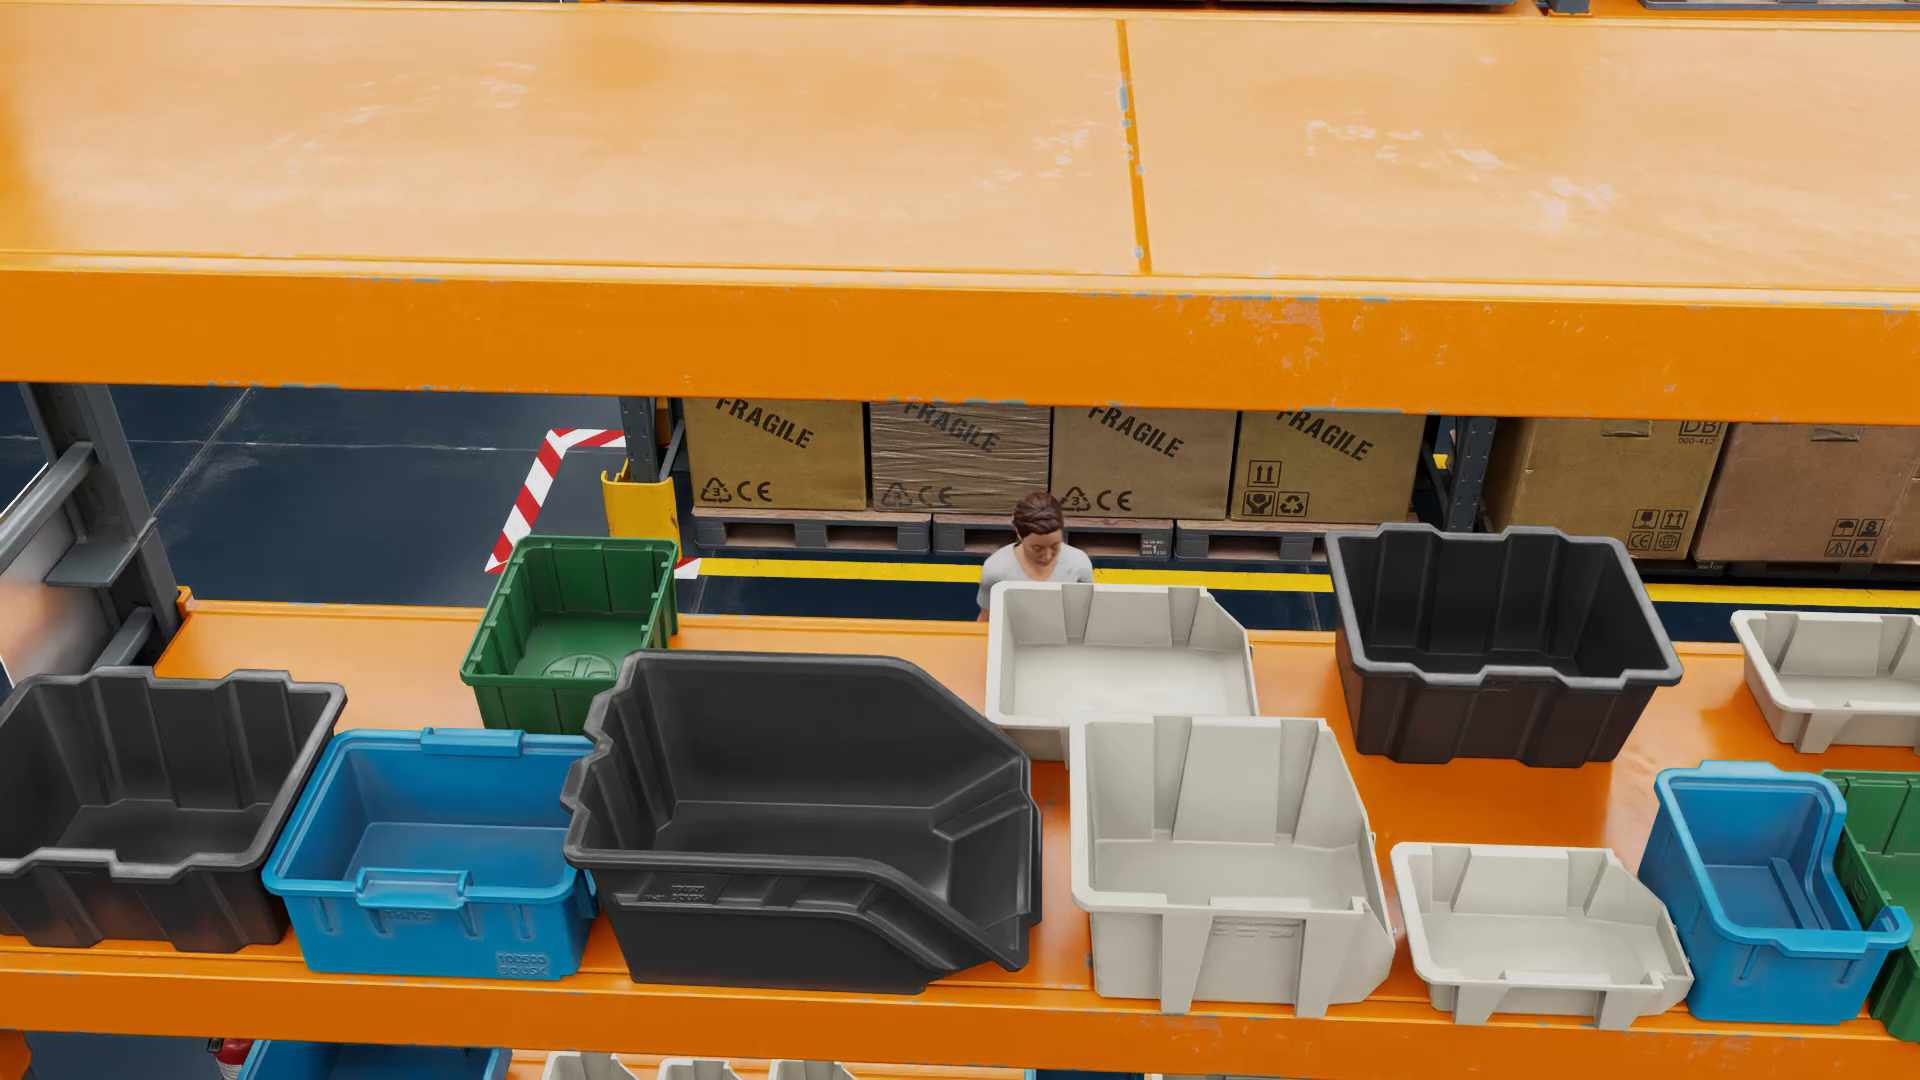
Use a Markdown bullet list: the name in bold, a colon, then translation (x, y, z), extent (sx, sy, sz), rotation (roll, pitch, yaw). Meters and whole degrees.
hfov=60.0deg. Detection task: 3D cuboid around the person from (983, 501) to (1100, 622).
- **person**: translation (0.308, 0.530, 6.395), extent (0.445, 1.668, 0.361), rotation (2, 36, 3)
